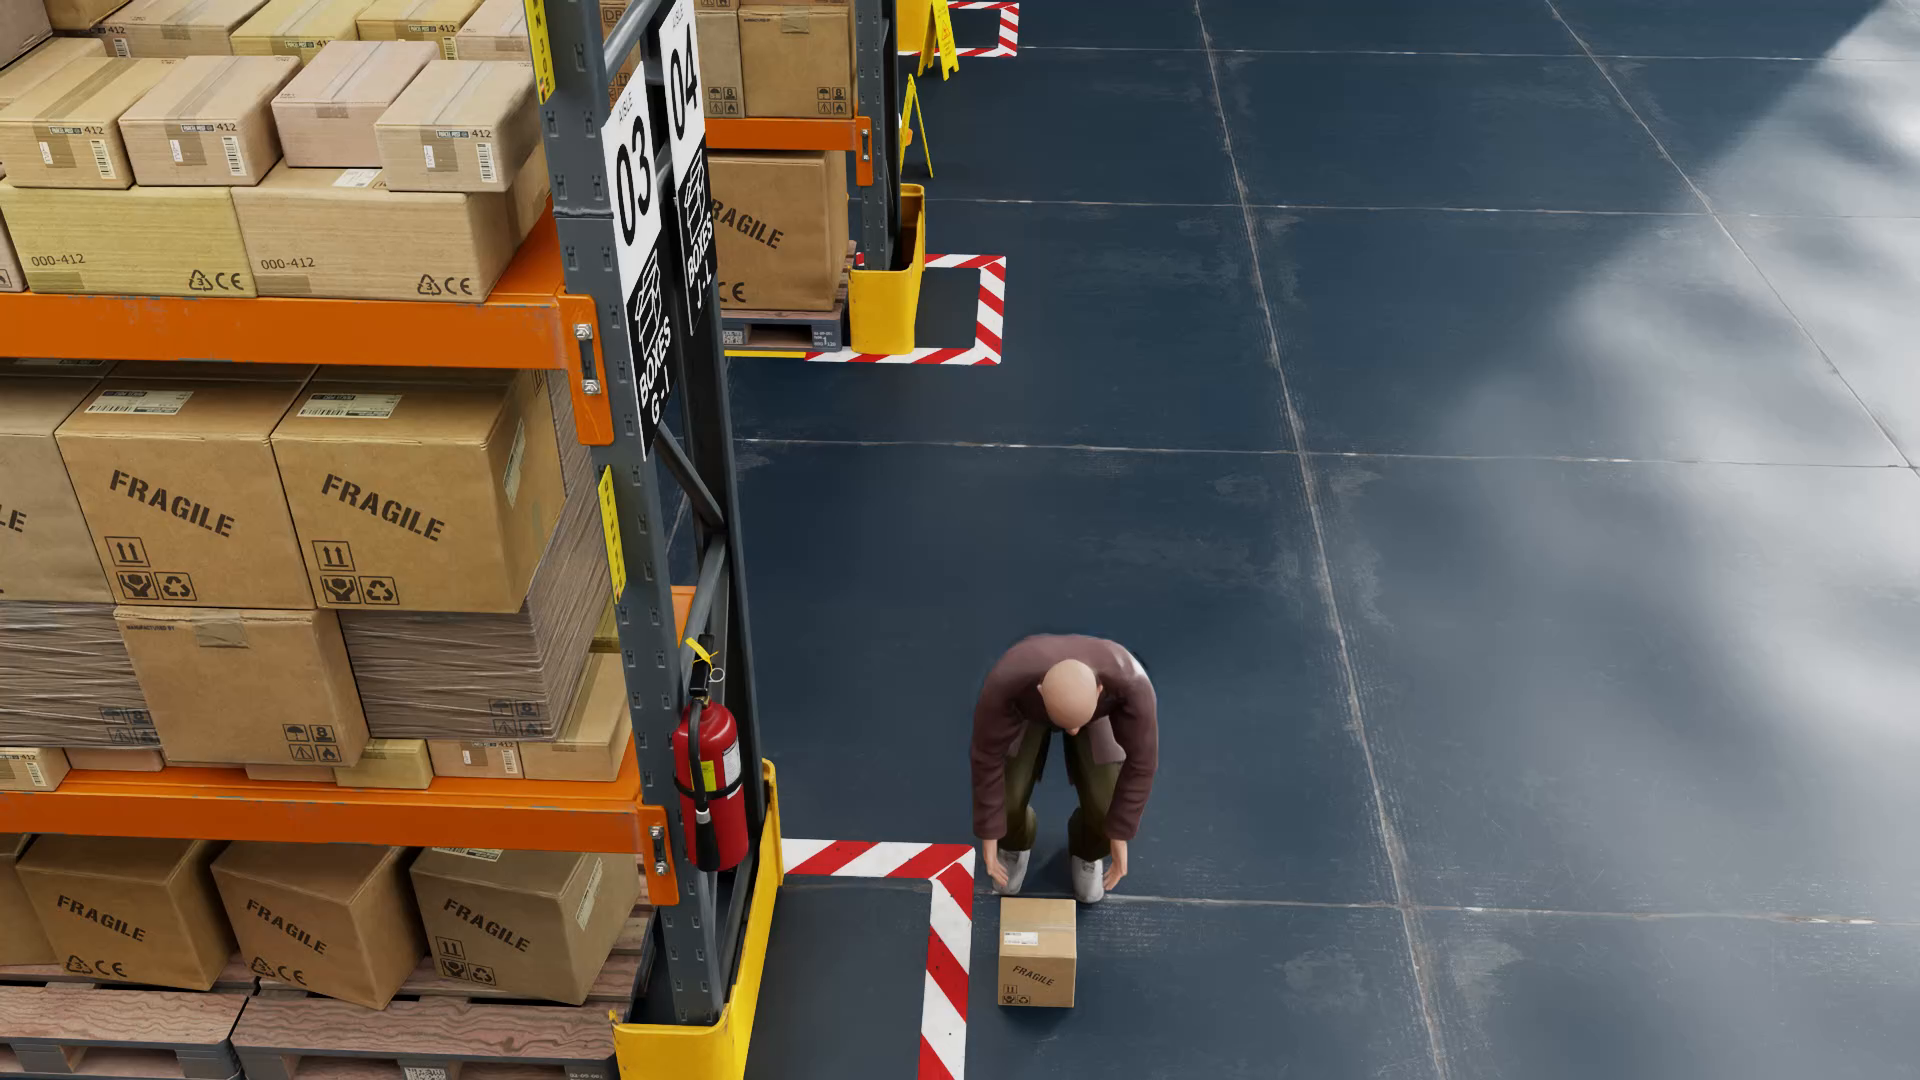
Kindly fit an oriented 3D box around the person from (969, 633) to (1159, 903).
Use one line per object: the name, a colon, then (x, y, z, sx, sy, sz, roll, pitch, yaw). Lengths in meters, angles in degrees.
person: (0.348, 0.723, 5.615, 0.629, 1.226, 0.804, 4, 35, 6)
